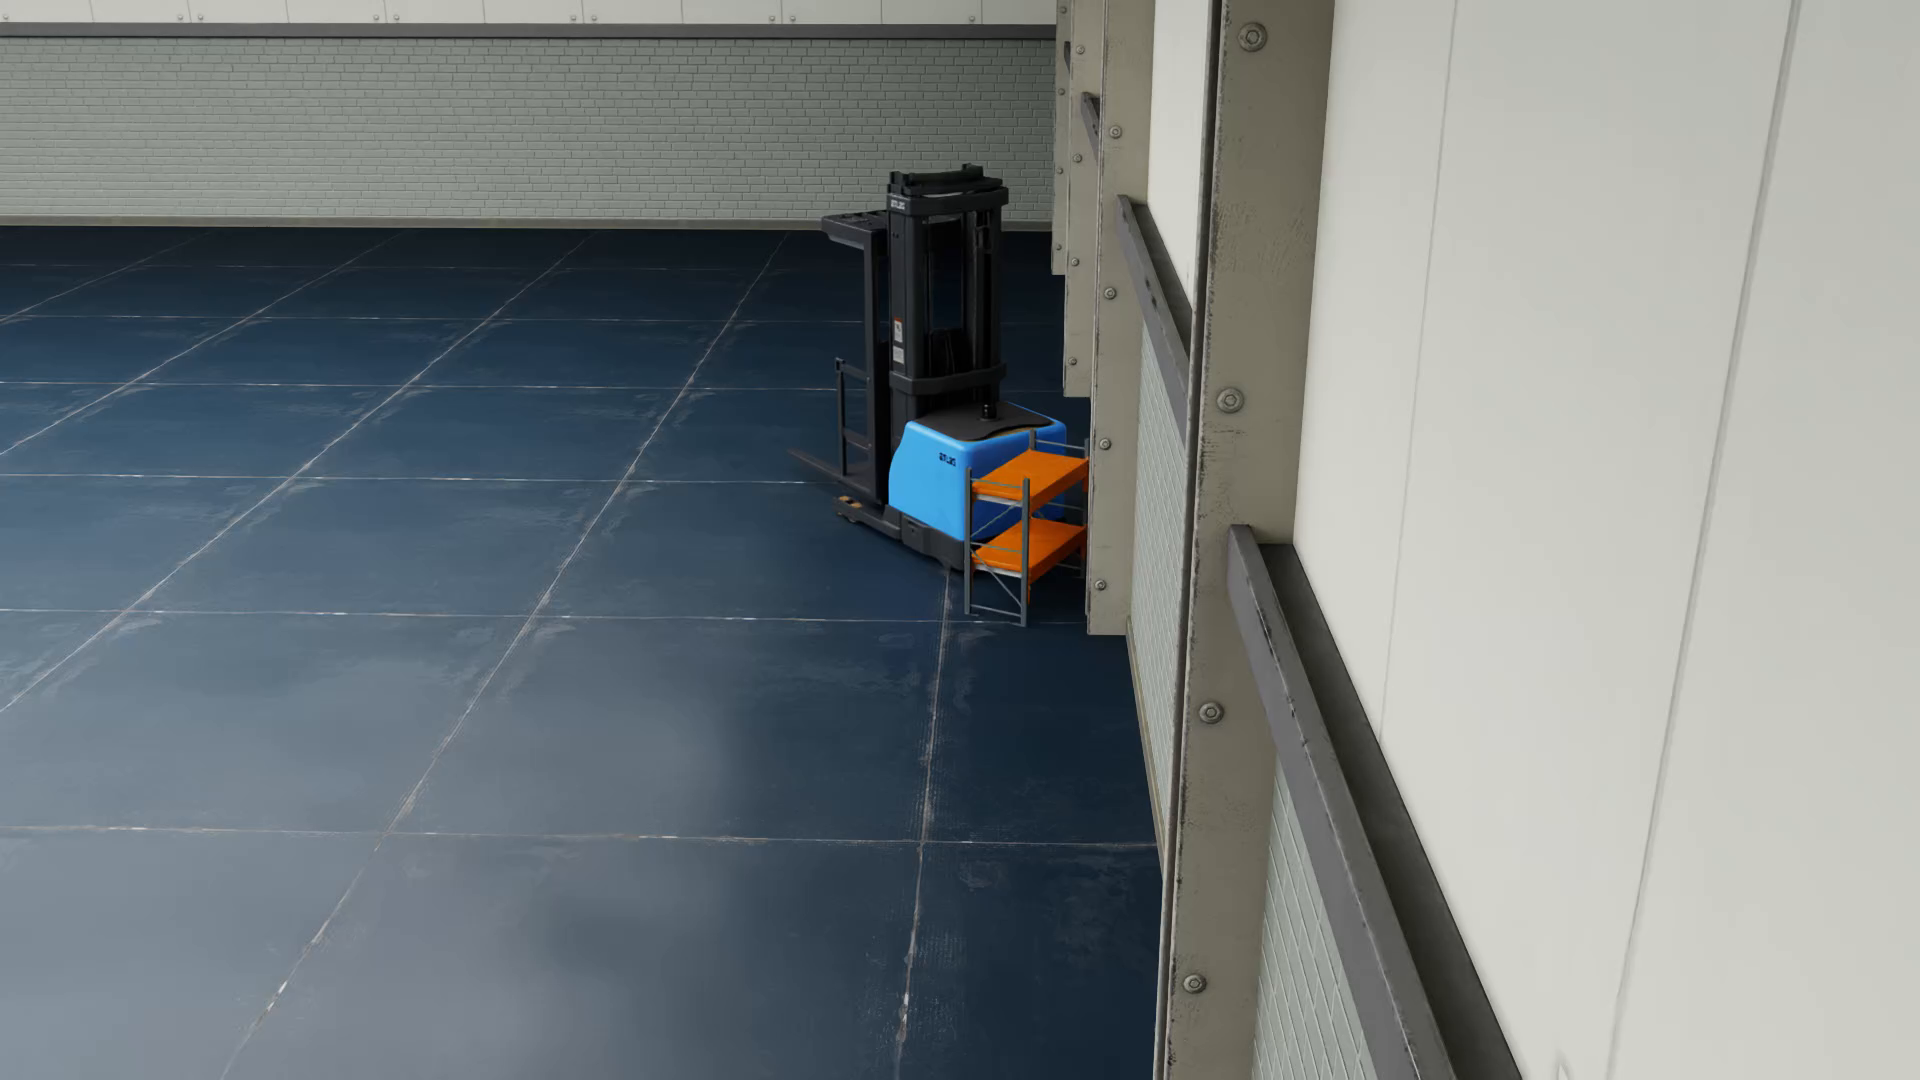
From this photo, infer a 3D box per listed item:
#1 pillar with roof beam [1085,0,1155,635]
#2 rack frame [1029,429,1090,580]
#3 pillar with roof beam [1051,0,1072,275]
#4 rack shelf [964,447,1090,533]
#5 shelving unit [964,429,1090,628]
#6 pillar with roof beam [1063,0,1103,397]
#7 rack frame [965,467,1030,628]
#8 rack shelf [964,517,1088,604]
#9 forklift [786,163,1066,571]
[{"bbox_3d":[-3.238,-3.642,10.476,9.100,9.000,0.400,1,21,2],"label":"pillar with roof beam"},{"bbox_3d":[0.751,-0.265,12.657,0.500,1.125,0.032,11,24,27],"label":"rack frame"},{"bbox_3d":[-2.873,-7.981,21.658,9.100,9.000,0.400,1,21,2],"label":"pillar with roof beam"},{"bbox_3d":[0.505,-0.377,12.136,0.538,0.278,1.000,11,24,27],"label":"rack shelf"},{"bbox_3d":[0.505,-0.104,12.242,0.538,1.125,1.048,11,24,27],"label":"shelving unit"},{"bbox_3d":[-3.056,-5.812,16.067,9.100,9.000,0.400,1,21,2],"label":"pillar with roof beam"},{"bbox_3d":[0.260,0.057,11.827,0.500,1.125,0.032,11,24,27],"label":"rack frame"},{"bbox_3d":[0.505,0.124,12.330,0.538,0.278,1.000,11,24,27],"label":"rack shelf"},{"bbox_3d":[-0.422,-1.602,13.606,1.130,2.935,3.031,-14,25,-33],"label":"forklift"}]
